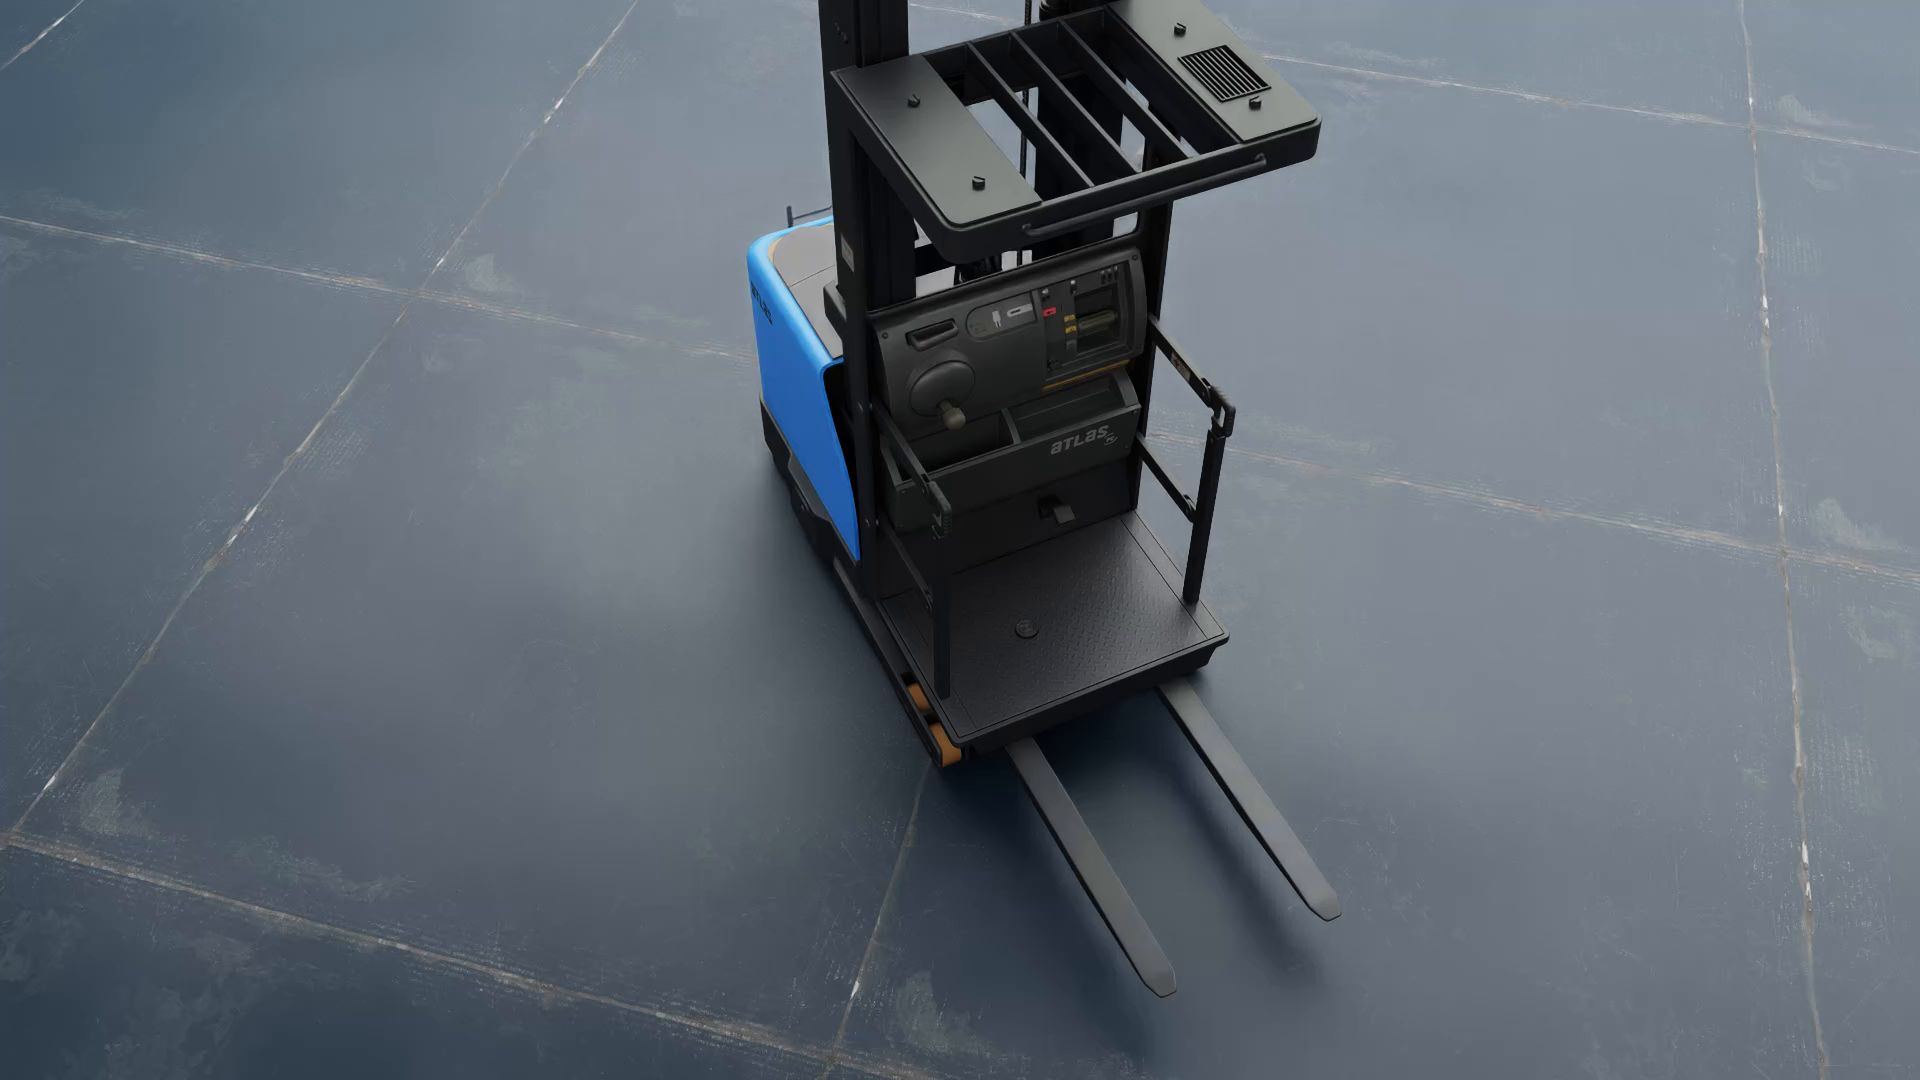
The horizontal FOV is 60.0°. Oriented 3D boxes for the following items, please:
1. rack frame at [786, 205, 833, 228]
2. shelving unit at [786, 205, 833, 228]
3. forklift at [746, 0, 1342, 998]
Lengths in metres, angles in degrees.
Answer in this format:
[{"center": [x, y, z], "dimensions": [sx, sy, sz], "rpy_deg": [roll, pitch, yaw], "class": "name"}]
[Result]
[{"center": [-0.567, -1.043, 6.992], "dimensions": [0.240, 0.900, 0.006], "rpy_deg": [-20, 46, -17], "class": "rack frame"}, {"center": [-0.524, -0.981, 6.923], "dimensions": [0.258, 0.900, 0.210], "rpy_deg": [-20, 46, -17], "class": "shelving unit"}, {"center": [0.271, -0.543, 5.193], "dimensions": [1.130, 2.935, 3.031], "rpy_deg": [-20, 51, -17], "class": "forklift"}]
